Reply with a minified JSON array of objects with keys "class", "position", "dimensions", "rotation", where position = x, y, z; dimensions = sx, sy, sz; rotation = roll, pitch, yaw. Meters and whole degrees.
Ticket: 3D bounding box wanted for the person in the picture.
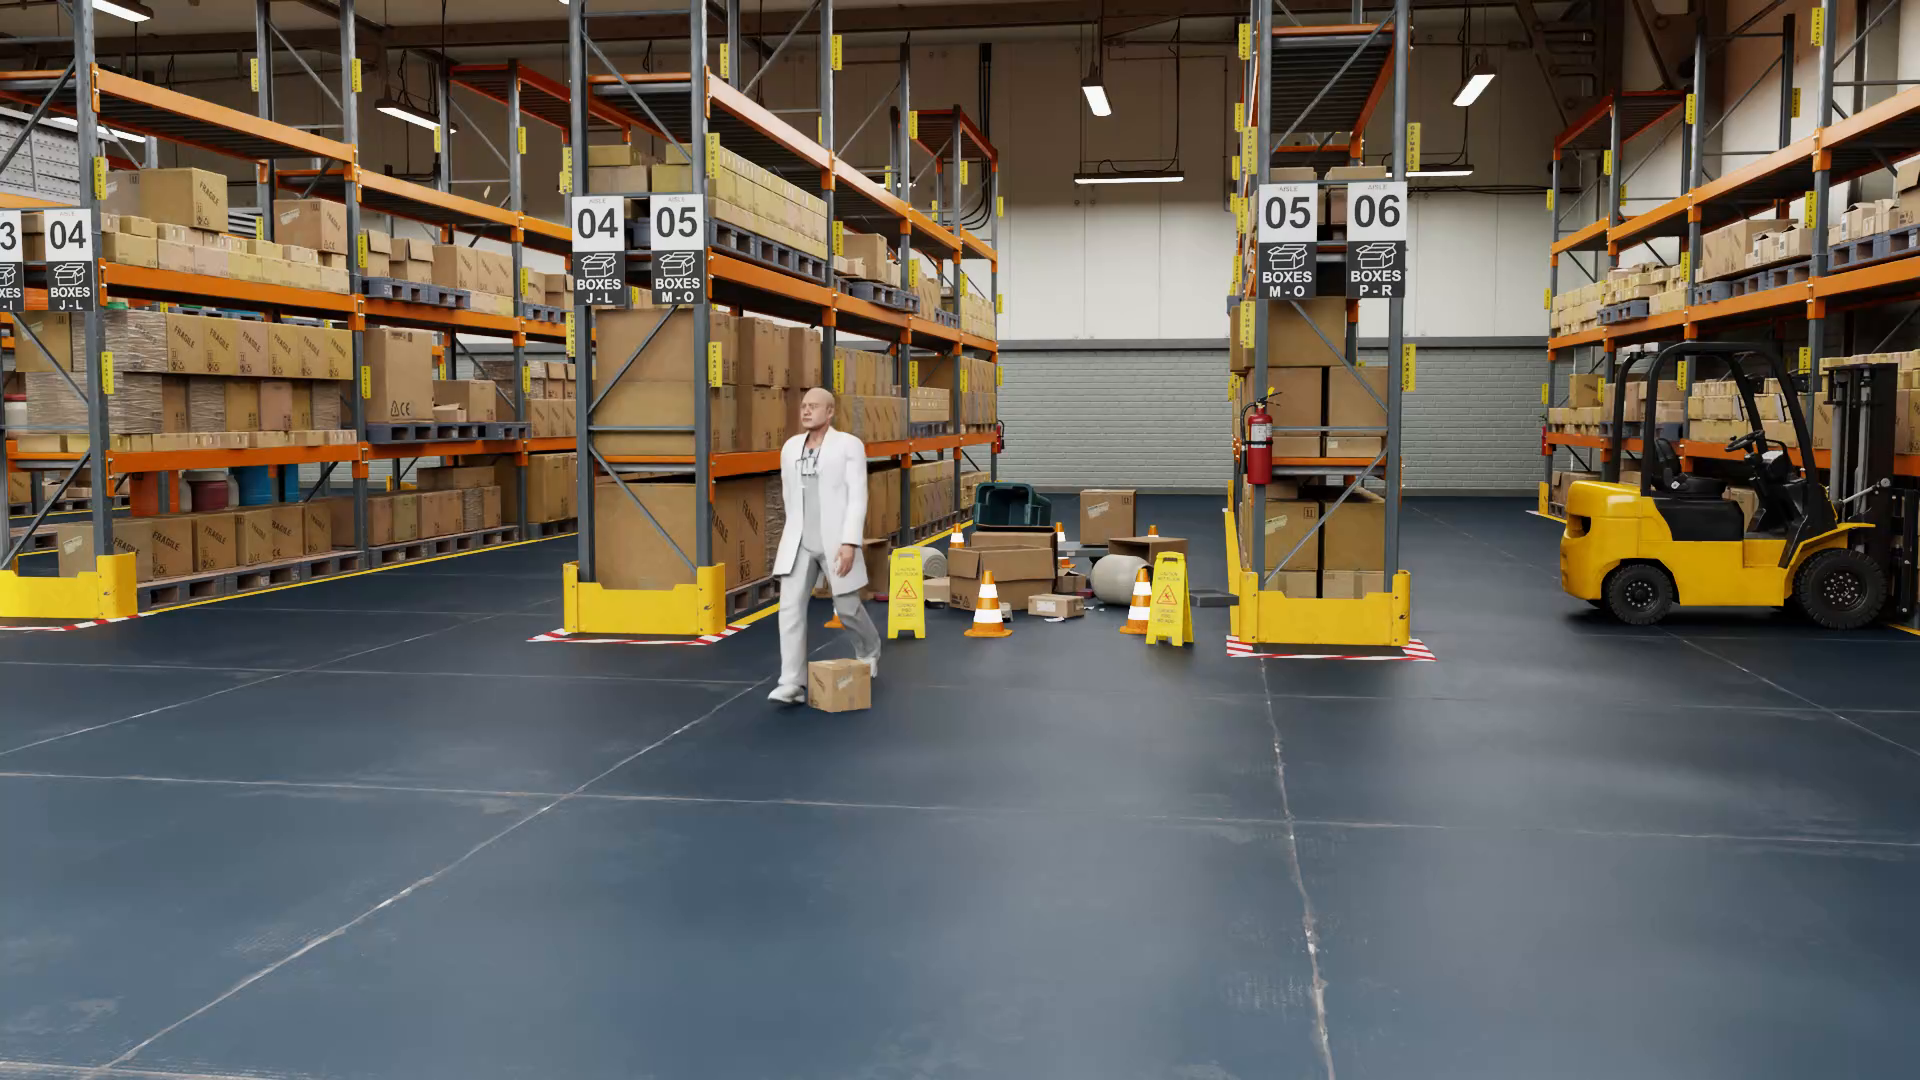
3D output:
[{"class":"person","position":[-0.743,0.017,9.386],"dimensions":[0.554,1.744,1.058],"rotation":[1,5,16]}]
